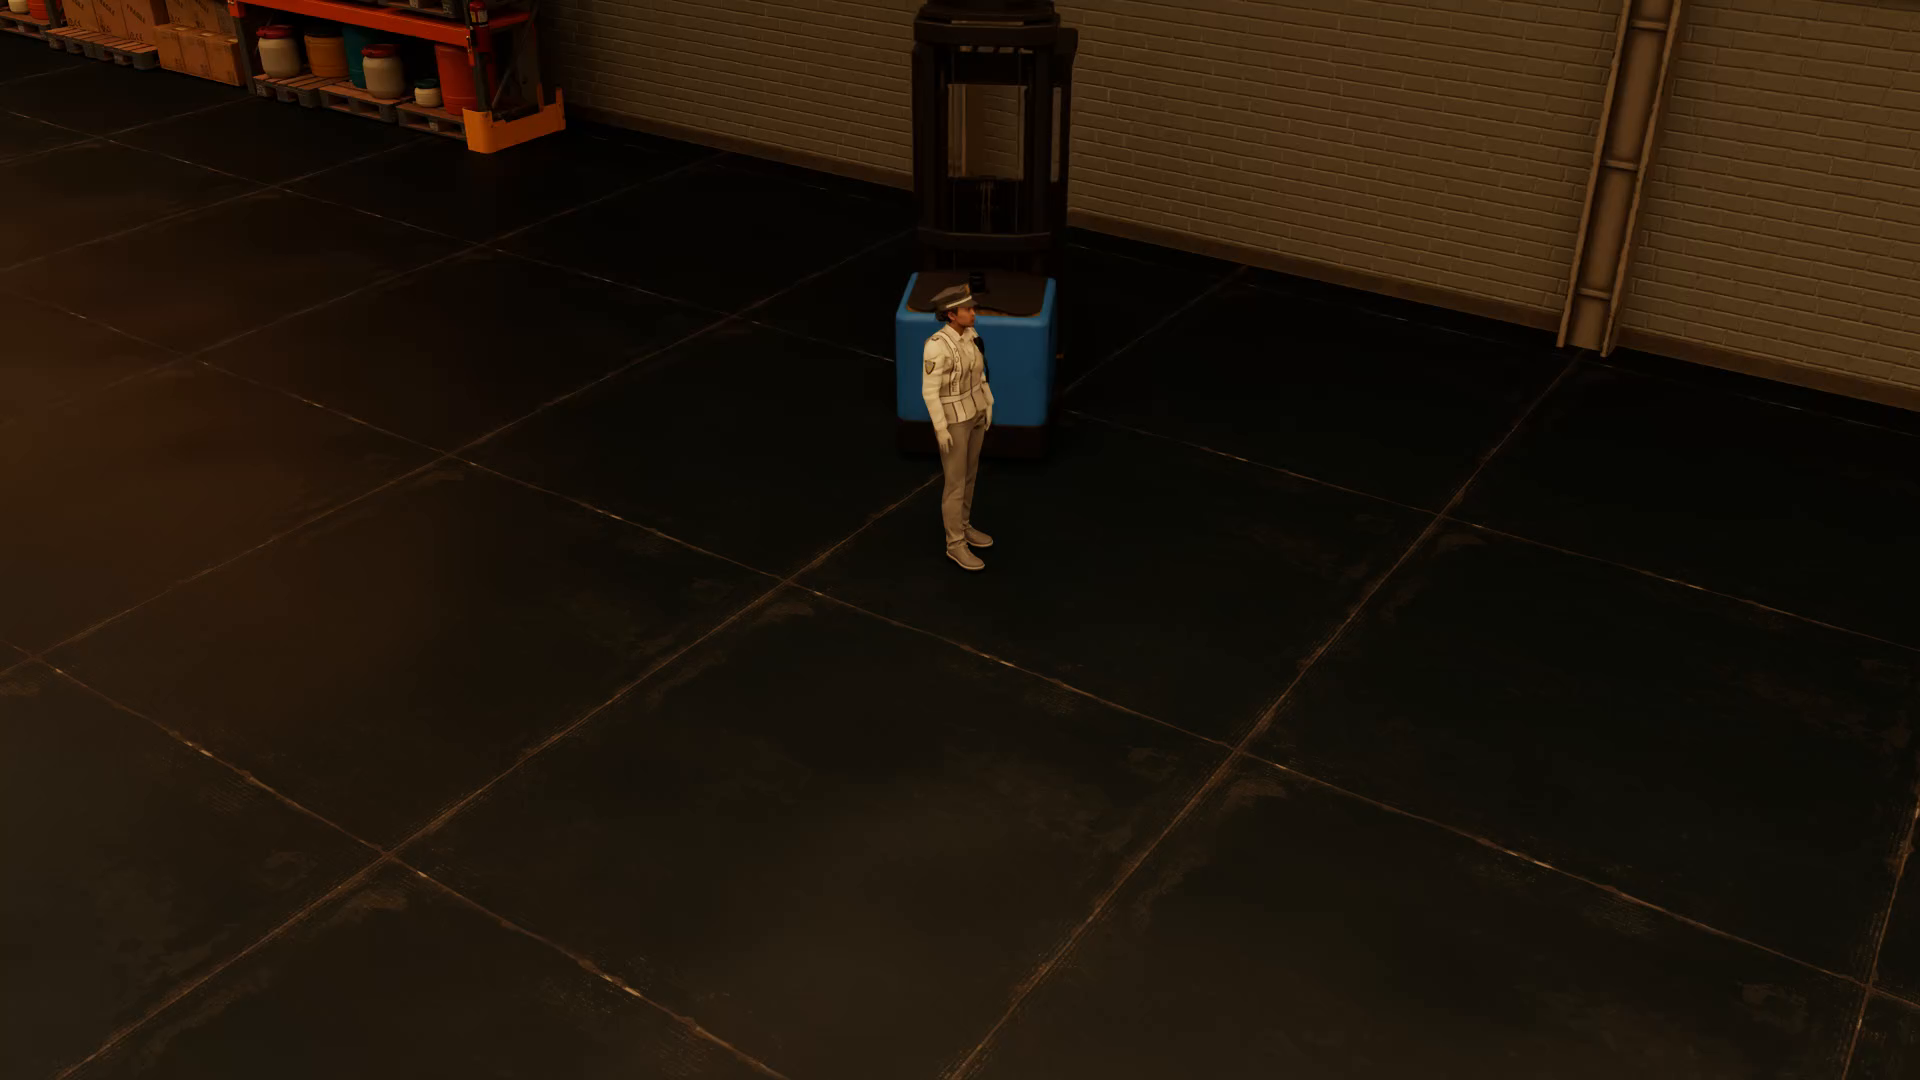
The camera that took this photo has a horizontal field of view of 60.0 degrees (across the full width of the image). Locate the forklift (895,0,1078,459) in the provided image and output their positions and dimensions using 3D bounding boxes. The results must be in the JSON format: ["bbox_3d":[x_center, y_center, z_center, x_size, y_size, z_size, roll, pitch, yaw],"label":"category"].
[{"bbox_3d":[0.244,-2.536,11.949,1.130,2.935,3.031,3,30,6],"label":"forklift"}]

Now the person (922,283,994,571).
[{"bbox_3d":[0.052,-0.717,10.034,0.534,1.697,0.588,19,35,29],"label":"person"}]
